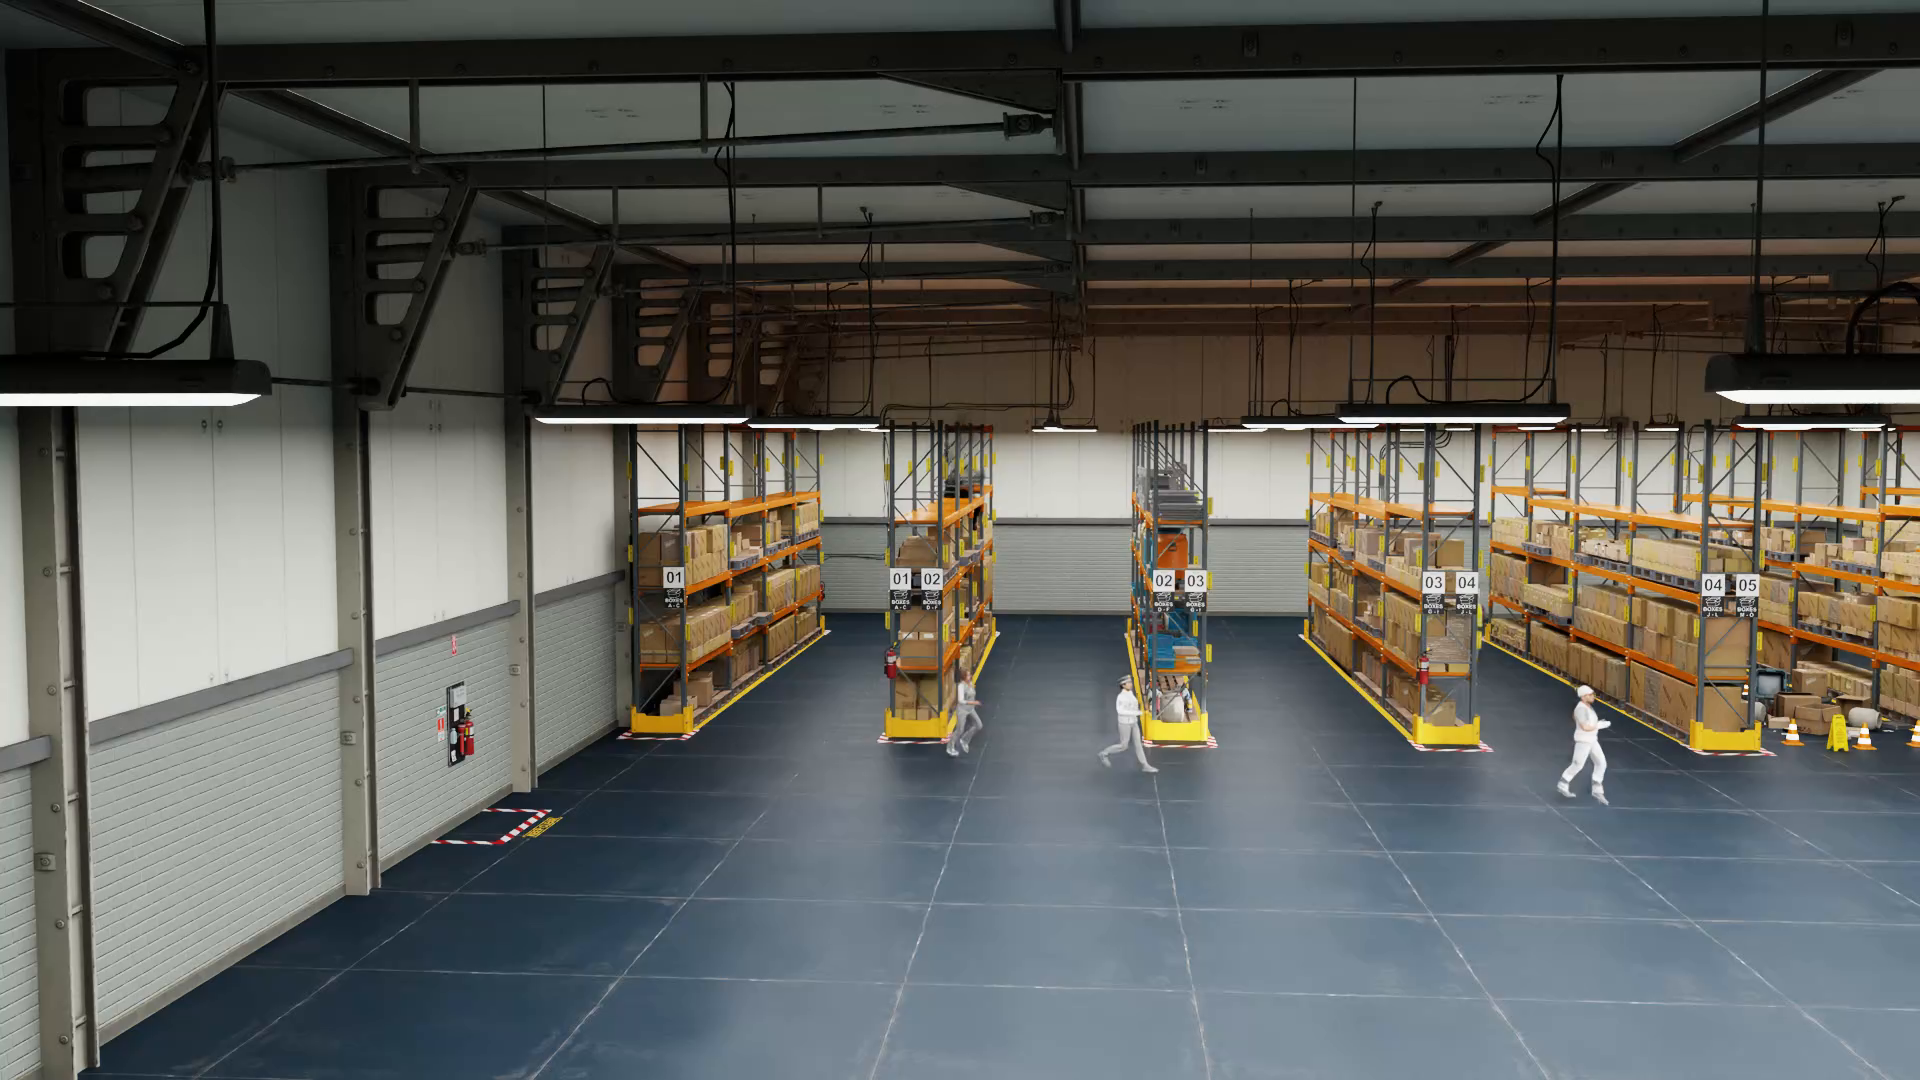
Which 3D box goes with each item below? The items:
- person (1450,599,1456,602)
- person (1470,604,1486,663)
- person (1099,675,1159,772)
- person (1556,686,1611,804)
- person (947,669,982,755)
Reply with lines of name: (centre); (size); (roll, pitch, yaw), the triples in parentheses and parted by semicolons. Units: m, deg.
person: (13.769, 1.947, 46.671); (0.779, 1.680, 0.617); (-2, 4, -30)
person: (12.991, 2.197, 42.063); (0.701, 1.749, 0.831); (0, 4, -6)
person: (2.856, 3.077, 28.010); (1.046, 1.636, 0.627); (2, 4, 31)
person: (9.727, 3.182, 25.894); (0.799, 1.845, 0.648); (3, 5, 39)
person: (0.121, 3.058, 29.539); (0.760, 1.555, 0.559); (3, 5, 38)
